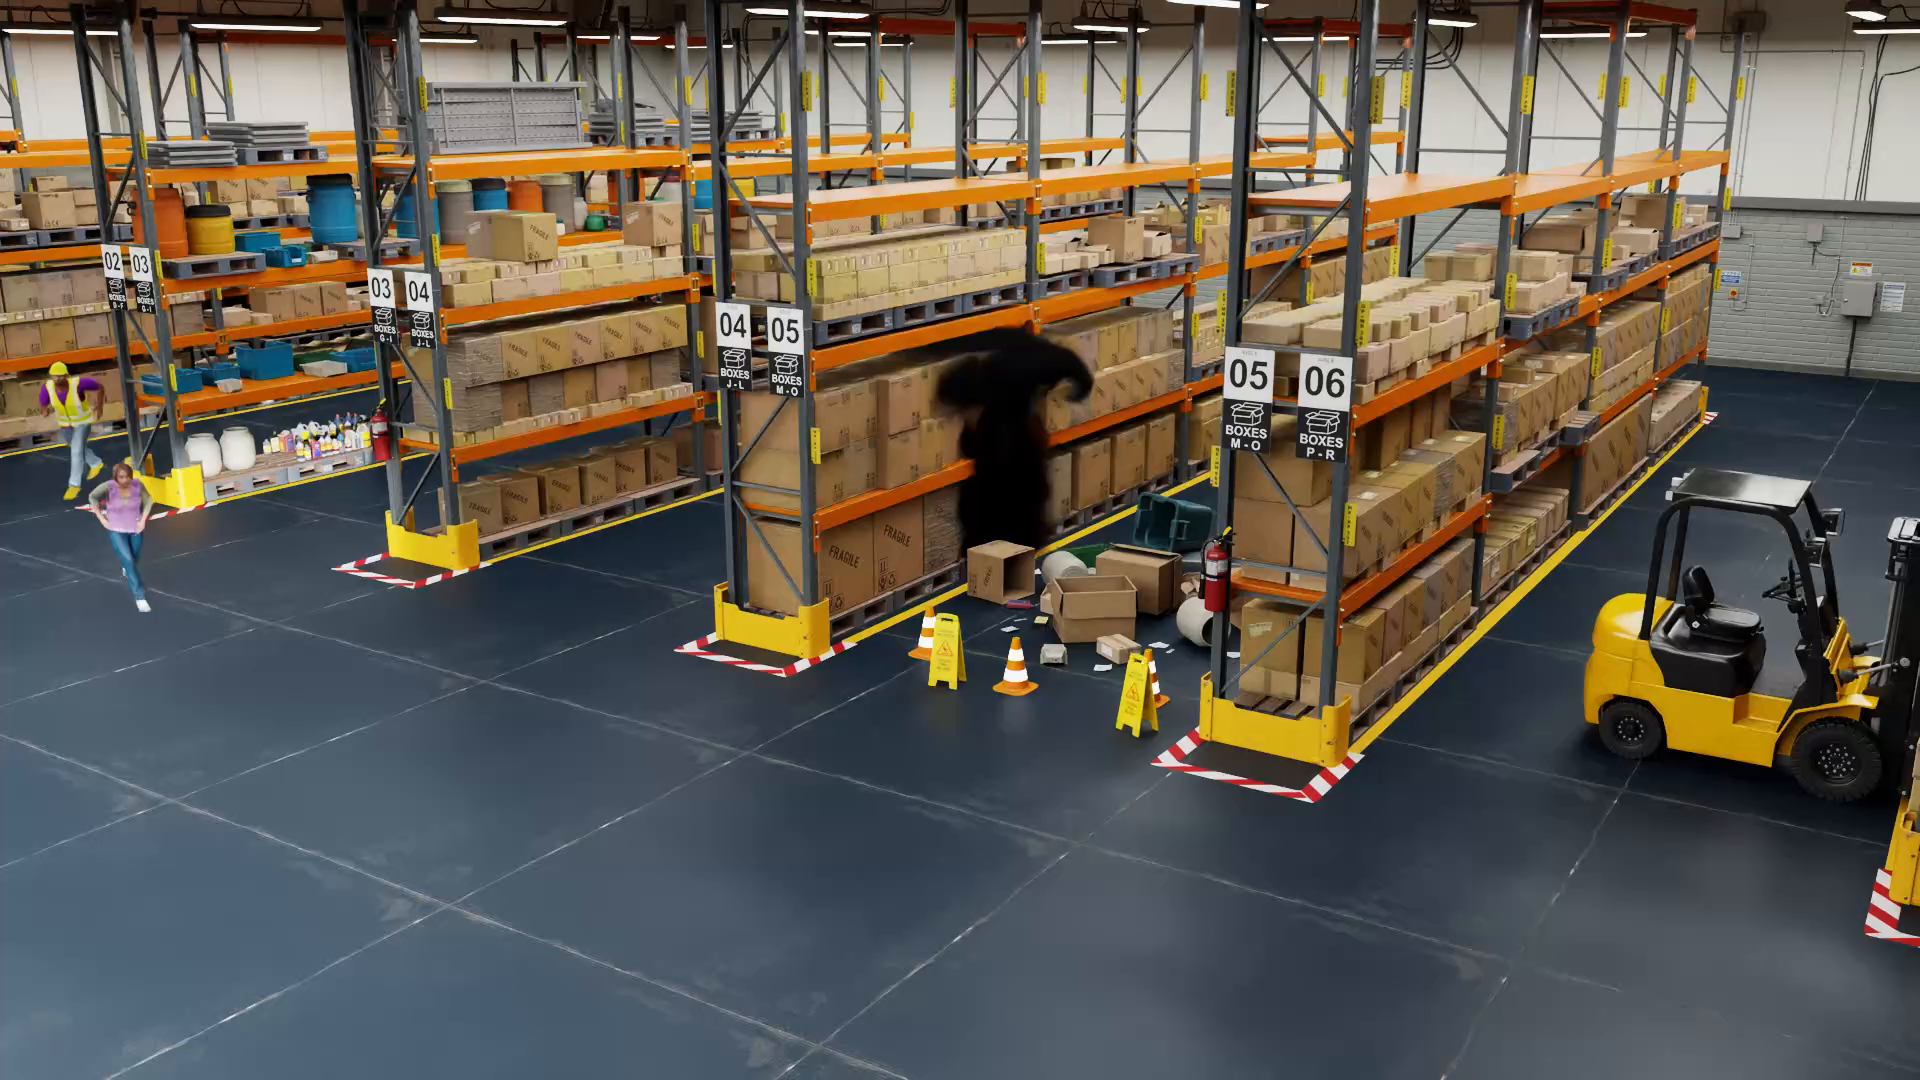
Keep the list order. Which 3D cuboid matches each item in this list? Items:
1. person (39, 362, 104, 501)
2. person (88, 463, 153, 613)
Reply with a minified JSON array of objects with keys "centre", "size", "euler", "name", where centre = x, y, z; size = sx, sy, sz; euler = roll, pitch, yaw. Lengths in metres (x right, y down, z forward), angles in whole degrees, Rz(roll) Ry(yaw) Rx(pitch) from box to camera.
[{"centre":[-11.317,-1.463,21.317],"size":[0.731,1.732,1.052],"euler":[-1,16,-3],"name":"person"},{"centre":[-8.421,-0.086,16.762],"size":[0.569,1.547,0.911],"euler":[-9,18,-29],"name":"person"}]
